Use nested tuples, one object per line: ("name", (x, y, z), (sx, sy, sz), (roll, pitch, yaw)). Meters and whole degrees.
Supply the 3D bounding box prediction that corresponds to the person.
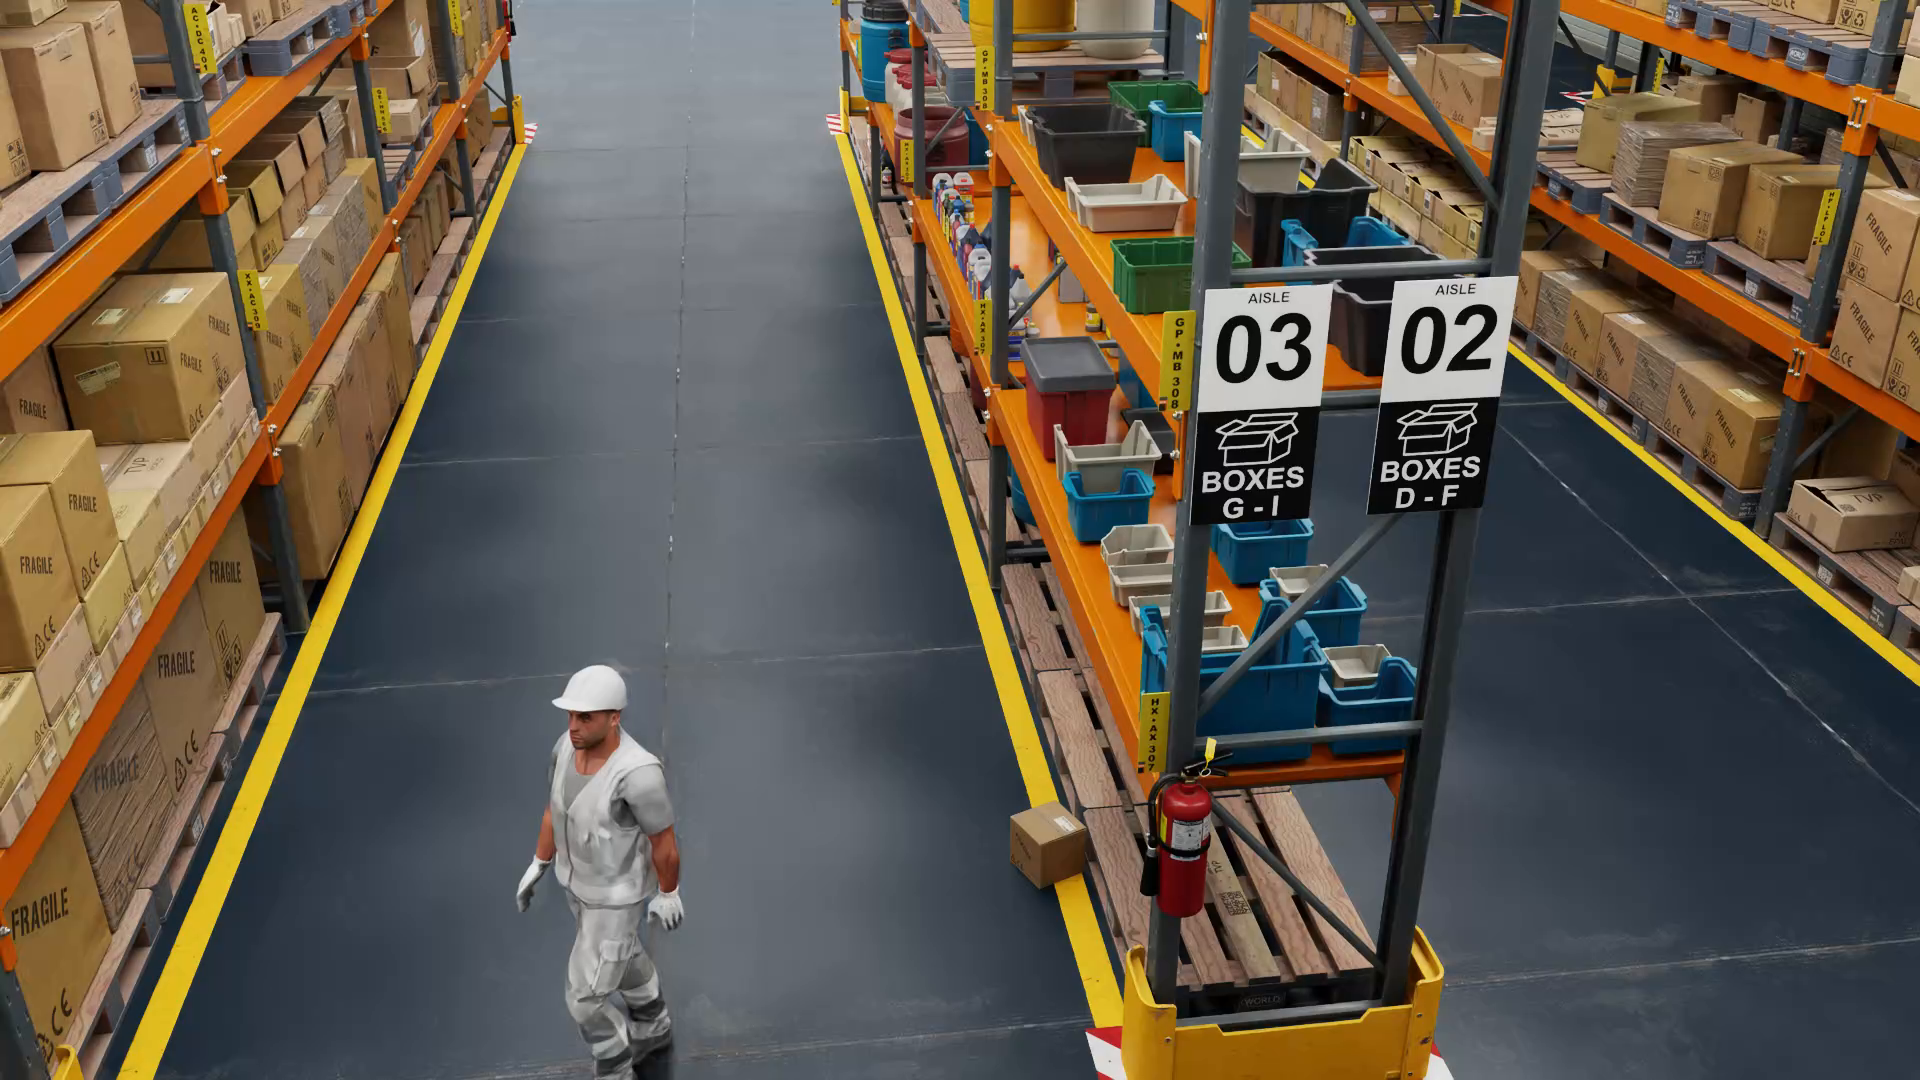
("person", (-1.325, 1.295, 6.054), (0.528, 1.841, 0.538), (-24, 35, -39))
